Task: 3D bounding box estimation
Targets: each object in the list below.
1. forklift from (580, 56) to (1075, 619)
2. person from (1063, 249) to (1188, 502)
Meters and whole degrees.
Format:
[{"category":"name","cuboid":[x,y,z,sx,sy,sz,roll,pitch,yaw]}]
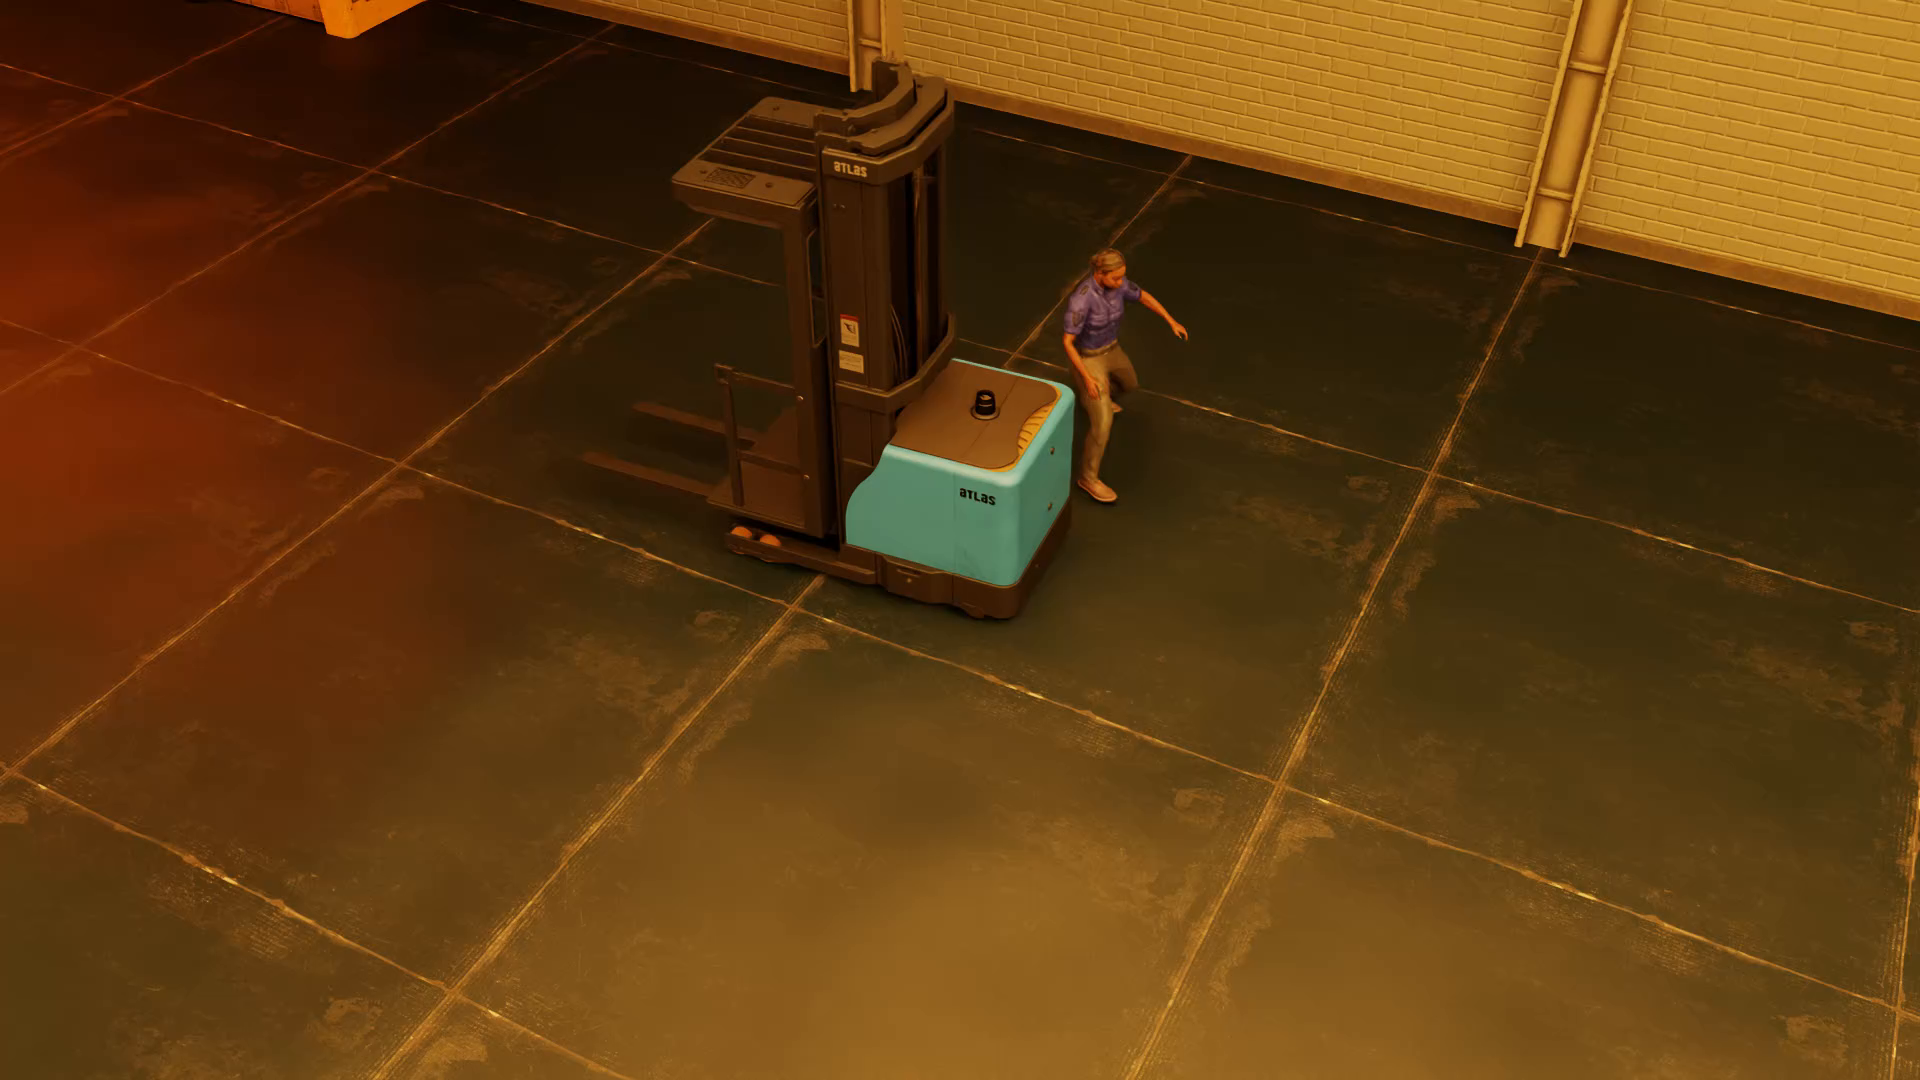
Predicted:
[{"category":"forklift","cuboid":[-0.883,-1.282,9.509,3.031,2.935,1.130,15,42,17]},{"category":"person","cuboid":[0.955,-1.151,10.512,0.936,1.517,0.876,-33,50,-33]}]
